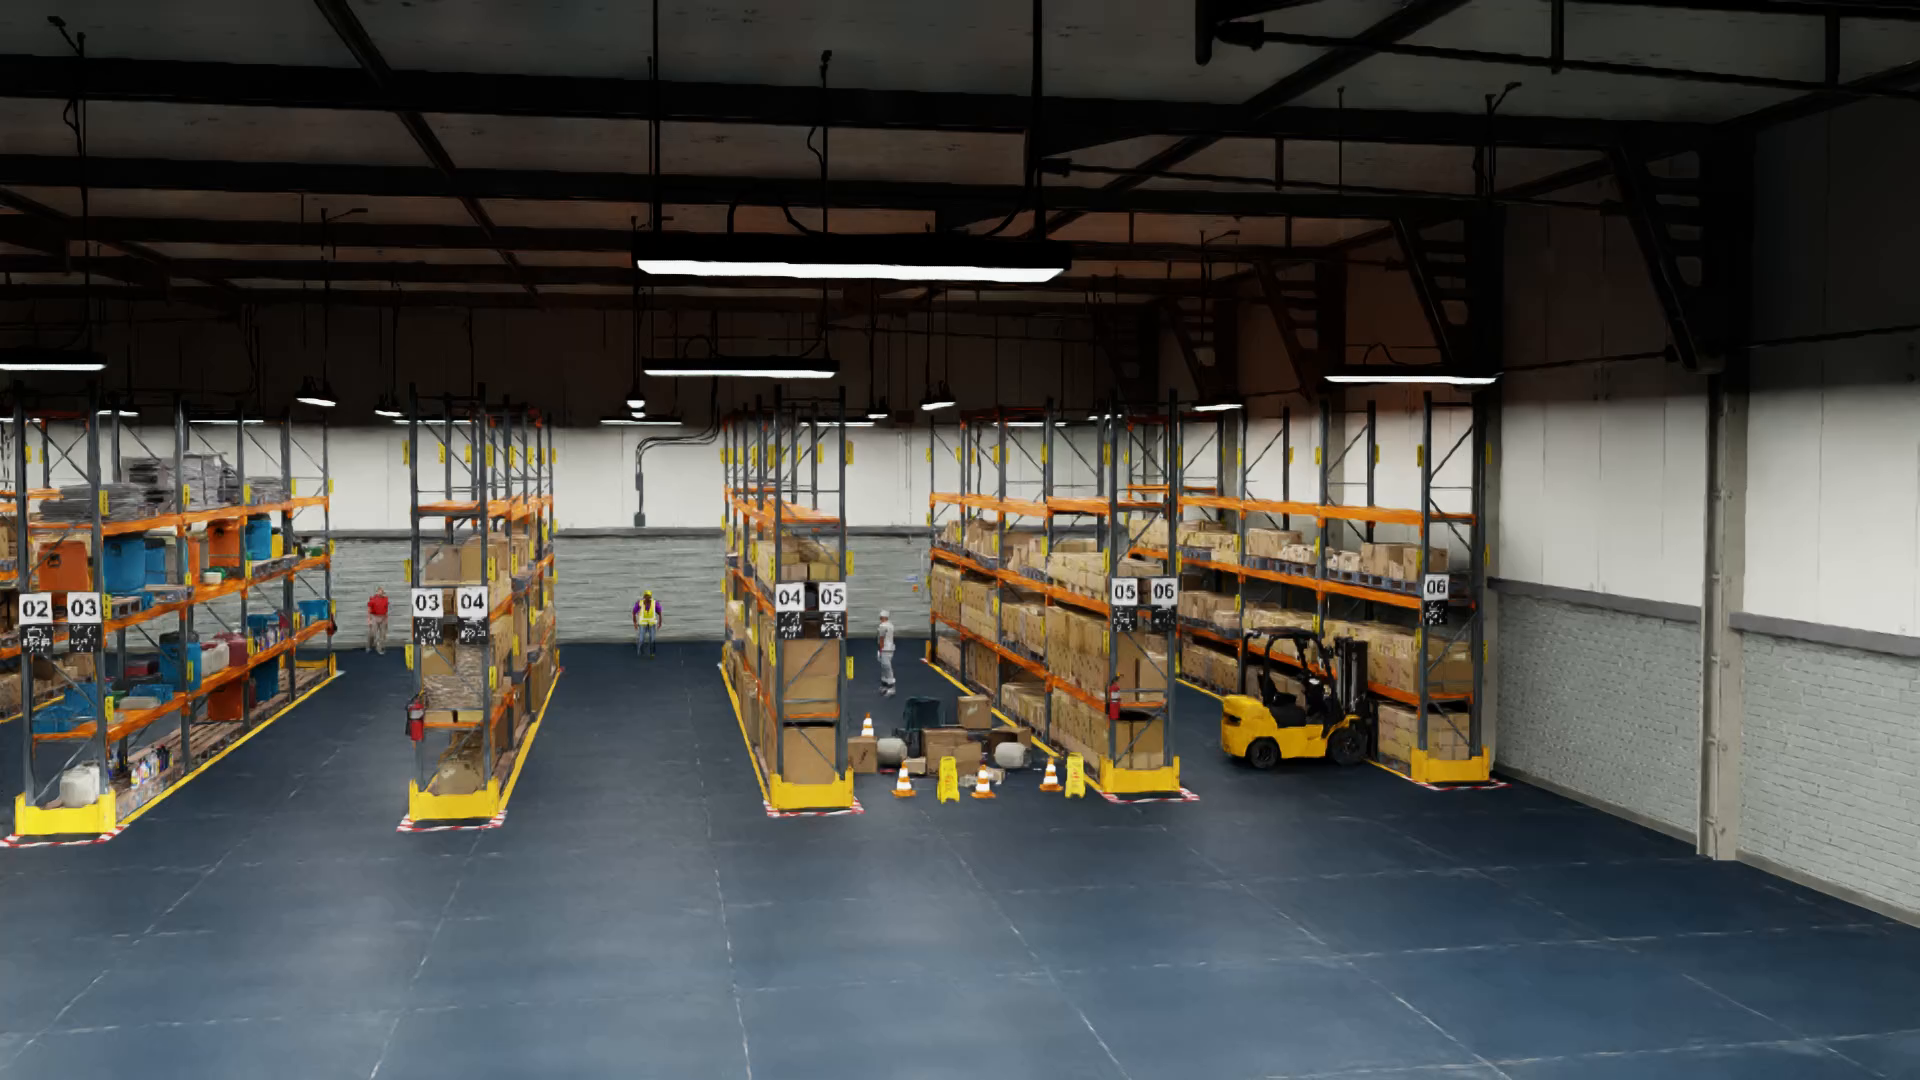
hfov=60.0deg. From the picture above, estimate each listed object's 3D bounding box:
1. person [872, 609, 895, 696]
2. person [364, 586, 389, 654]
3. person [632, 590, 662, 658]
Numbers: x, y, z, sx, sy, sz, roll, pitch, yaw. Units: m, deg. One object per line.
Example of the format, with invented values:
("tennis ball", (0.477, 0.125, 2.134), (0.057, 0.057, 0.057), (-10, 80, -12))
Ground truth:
("person", (-1.588, 2.336, 34.699), (0.583, 1.785, 0.657), (1, 3, 15))
("person", (-14.799, 2.014, 42.163), (0.569, 1.713, 0.592), (3, 4, 43))
("person", (-7.724, 2.074, 41.070), (0.719, 1.714, 0.578), (-1, 3, -12))
